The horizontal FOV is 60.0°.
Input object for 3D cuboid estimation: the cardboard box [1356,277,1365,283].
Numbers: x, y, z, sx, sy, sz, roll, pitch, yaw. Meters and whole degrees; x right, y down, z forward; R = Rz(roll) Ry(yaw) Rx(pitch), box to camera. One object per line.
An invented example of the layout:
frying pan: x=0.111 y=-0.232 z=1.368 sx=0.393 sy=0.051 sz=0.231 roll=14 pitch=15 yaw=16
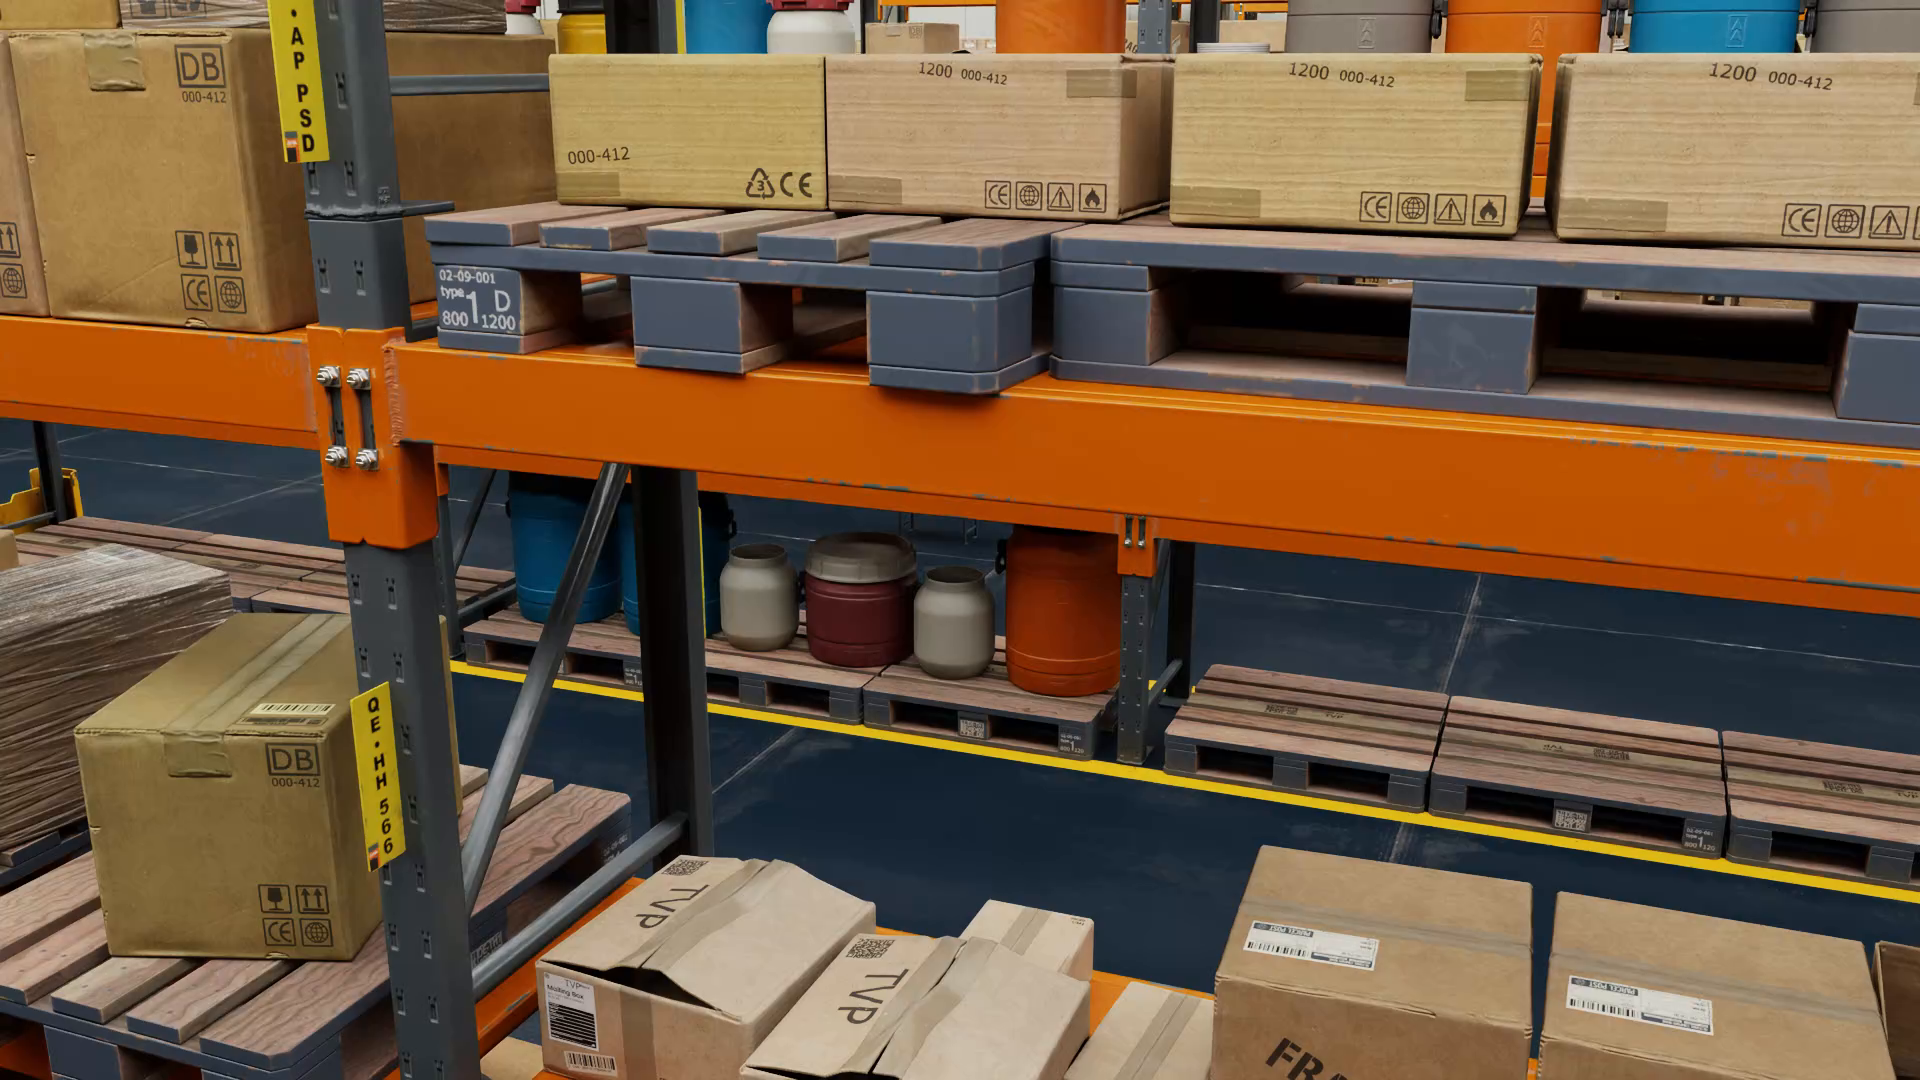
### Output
cardboard box: x=5.005 y=-3.712 z=22.138 sx=0.875 sy=0.875 sz=0.875 roll=7 pitch=17 yaw=21

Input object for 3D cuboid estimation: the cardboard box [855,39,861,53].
cardboard box: x=-1.068 y=-5.412 z=18.212 sx=0.250 sy=0.149 sz=0.380 roll=7 pitch=18 yaw=23

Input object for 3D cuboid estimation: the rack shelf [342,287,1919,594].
rack shelf: x=1.031 y=-0.098 z=2.540 sx=4.000 sy=0.370 sz=1.077 roll=6 pitch=17 yaw=21

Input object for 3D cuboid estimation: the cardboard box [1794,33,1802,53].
cardboard box: x=5.252 y=-3.229 z=11.096 sx=0.637 sy=0.503 sz=0.797 roll=7 pitch=18 yaw=23

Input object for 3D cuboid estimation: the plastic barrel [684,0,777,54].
plastic barrel: x=-1.086 y=-2.649 z=8.385 sx=0.708 sy=0.901 sz=0.600 roll=6 pitch=17 yaw=21

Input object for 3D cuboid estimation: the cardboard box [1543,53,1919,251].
cardboard box: x=1.135 y=-0.580 z=2.426 sx=0.500 sy=0.250 sz=0.500 roll=5 pitch=17 yaw=16

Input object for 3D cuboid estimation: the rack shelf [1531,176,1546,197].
rack shelf: x=2.852 y=-1.382 z=6.964 sx=4.000 sy=0.370 sz=1.077 roll=6 pitch=17 yaw=21

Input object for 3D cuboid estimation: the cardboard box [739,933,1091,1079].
cardboard box: x=-0.069 y=0.977 z=3.087 sx=0.500 sy=0.311 sz=0.500 roll=6 pitch=17 yaw=20

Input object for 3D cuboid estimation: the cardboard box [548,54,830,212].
cardboard box: x=-0.387 y=-0.746 z=2.997 sx=0.500 sy=0.250 sz=0.500 roll=5 pitch=17 yaw=17

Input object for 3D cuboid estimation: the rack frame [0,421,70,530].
rack frame: x=-6.451 y=-1.310 z=10.805 sx=0.127 sy=3.000 sz=1.000 roll=6 pitch=17 yaw=21

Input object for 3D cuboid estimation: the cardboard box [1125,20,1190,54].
cardboard box: x=1.380 y=-3.576 z=12.297 sx=0.500 sy=0.500 sz=0.500 roll=7 pitch=18 yaw=24

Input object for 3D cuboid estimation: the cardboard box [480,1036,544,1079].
cardboard box: x=-1.148 y=1.661 z=4.266 sx=0.500 sy=0.500 sz=0.500 roll=7 pitch=18 yaw=23

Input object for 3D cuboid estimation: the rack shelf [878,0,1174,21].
rack shelf: x=0.863 y=-7.304 z=22.698 sx=4.000 sy=0.370 sz=1.077 roll=6 pitch=17 yaw=21

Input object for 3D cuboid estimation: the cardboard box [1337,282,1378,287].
cardboard box: x=4.170 y=-2.547 z=17.451 sx=0.500 sy=0.250 sz=0.500 roll=5 pitch=17 yaw=18

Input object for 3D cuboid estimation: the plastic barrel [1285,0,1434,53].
plastic barrel: x=1.676 y=-2.032 z=7.015 sx=0.600 sy=0.901 sz=0.600 roll=0 pitch=16 yaw=0

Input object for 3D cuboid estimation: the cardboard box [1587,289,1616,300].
cardboard box: x=4.284 y=-1.675 z=11.578 sx=0.500 sy=0.250 sz=0.500 roll=6 pitch=17 yaw=19

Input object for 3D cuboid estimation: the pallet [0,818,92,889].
pallet: x=-2.640 y=0.687 z=4.271 sx=1.213 sy=0.211 sz=1.003 roll=6 pitch=17 yaw=21

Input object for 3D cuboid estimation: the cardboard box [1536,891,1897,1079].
cardboard box: x=1.227 y=0.966 z=2.787 sx=0.500 sy=0.500 sz=0.500 roll=6 pitch=17 yaw=21

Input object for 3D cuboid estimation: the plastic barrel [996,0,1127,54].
plastic barrel: x=0.465 y=-2.399 z=7.653 sx=0.708 sy=0.830 sz=0.600 roll=6 pitch=17 yaw=21

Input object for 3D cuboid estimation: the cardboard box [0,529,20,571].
cardboard box: x=-2.884 y=0.299 z=4.332 sx=0.500 sy=0.500 sz=0.700 roll=2 pitch=16 yaw=7

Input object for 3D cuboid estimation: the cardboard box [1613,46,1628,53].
cardboard box: x=6.259 y=-4.465 z=15.520 sx=0.500 sy=0.311 sz=0.500 roll=6 pitch=17 yaw=20

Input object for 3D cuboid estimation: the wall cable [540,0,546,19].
wall cable: x=-6.392 y=-8.555 z=25.000 sx=0.029 sy=3.000 sz=0.463 roll=6 pitch=17 yaw=21

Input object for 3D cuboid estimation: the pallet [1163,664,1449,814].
pallet: x=1.698 y=0.937 z=8.068 sx=1.213 sy=0.211 sz=1.003 roll=6 pitch=17 yaw=21

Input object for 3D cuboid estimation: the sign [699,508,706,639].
sign: x=-0.629 y=0.092 z=3.898 sx=0.005 sy=0.325 sz=0.100 roll=6 pitch=17 yaw=21

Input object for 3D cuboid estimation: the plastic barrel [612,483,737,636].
plastic barrel: x=-1.571 y=0.038 z=9.174 sx=0.708 sy=0.901 sz=0.600 roll=6 pitch=17 yaw=21

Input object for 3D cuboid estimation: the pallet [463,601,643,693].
pallet: x=-2.027 y=0.528 z=9.476 sx=1.213 sy=0.211 sz=1.003 roll=6 pitch=17 yaw=21

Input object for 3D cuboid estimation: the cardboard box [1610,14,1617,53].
cardboard box: x=4.280 y=-3.417 z=11.606 sx=0.500 sy=0.500 sz=0.500 roll=7 pitch=17 yaw=22

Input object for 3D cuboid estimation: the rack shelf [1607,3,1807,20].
rack shelf: x=10.123 y=-7.773 z=24.315 sx=4.000 sy=0.370 sz=1.077 roll=6 pitch=17 yaw=21

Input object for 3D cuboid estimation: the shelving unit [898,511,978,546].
shelving unit: x=-0.154 y=-0.593 z=11.565 sx=0.503 sy=1.200 sz=0.258 roll=6 pitch=17 yaw=21

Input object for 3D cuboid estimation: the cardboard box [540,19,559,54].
cardboard box: x=-3.152 y=-4.164 z=14.145 sx=0.500 sy=0.500 sz=0.700 roll=5 pitch=17 yaw=17

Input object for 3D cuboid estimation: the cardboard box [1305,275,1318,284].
cardboard box: x=2.457 y=-1.944 z=12.812 sx=0.500 sy=0.500 sz=0.500 roll=7 pitch=18 yaw=22

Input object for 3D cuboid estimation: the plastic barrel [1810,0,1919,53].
plastic barrel: x=3.551 y=-1.826 z=6.305 sx=0.600 sy=0.901 sz=0.600 roll=0 pitch=16 yaw=0

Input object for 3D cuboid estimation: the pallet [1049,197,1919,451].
pallet: x=0.876 y=-0.397 z=2.620 sx=1.213 sy=0.211 sz=1.003 roll=7 pitch=18 yaw=23

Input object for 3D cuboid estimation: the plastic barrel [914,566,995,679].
plastic barrel: x=-0.028 y=0.421 z=8.551 sx=0.421 sy=0.512 sz=0.421 roll=0 pitch=16 yaw=0

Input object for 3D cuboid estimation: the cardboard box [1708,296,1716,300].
cardboard box: x=9.007 y=-3.002 z=20.596 sx=0.625 sy=0.372 sz=0.950 roll=7 pitch=18 yaw=24

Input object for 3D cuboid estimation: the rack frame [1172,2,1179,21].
rack frame: x=2.724 y=-7.637 z=21.838 sx=0.127 sy=3.000 sz=1.000 roll=6 pitch=17 yaw=21

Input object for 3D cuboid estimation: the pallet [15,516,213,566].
pallet: x=-5.698 y=0.124 z=10.869 sx=1.213 sy=0.211 sz=1.003 roll=6 pitch=17 yaw=21

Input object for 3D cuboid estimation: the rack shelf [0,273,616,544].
rack shelf: x=-2.690 y=-0.507 z=3.949 sx=4.000 sy=0.370 sz=1.077 roll=6 pitch=17 yaw=21

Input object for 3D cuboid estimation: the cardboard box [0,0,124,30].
cardboard box: x=-1.707 y=-1.274 z=3.330 sx=0.500 sy=0.500 sz=0.500 roll=6 pitch=17 yaw=21

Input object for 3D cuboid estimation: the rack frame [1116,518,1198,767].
rack frame: x=0.991 y=-0.492 z=7.987 sx=0.127 sy=3.000 sz=1.000 roll=6 pitch=17 yaw=21
